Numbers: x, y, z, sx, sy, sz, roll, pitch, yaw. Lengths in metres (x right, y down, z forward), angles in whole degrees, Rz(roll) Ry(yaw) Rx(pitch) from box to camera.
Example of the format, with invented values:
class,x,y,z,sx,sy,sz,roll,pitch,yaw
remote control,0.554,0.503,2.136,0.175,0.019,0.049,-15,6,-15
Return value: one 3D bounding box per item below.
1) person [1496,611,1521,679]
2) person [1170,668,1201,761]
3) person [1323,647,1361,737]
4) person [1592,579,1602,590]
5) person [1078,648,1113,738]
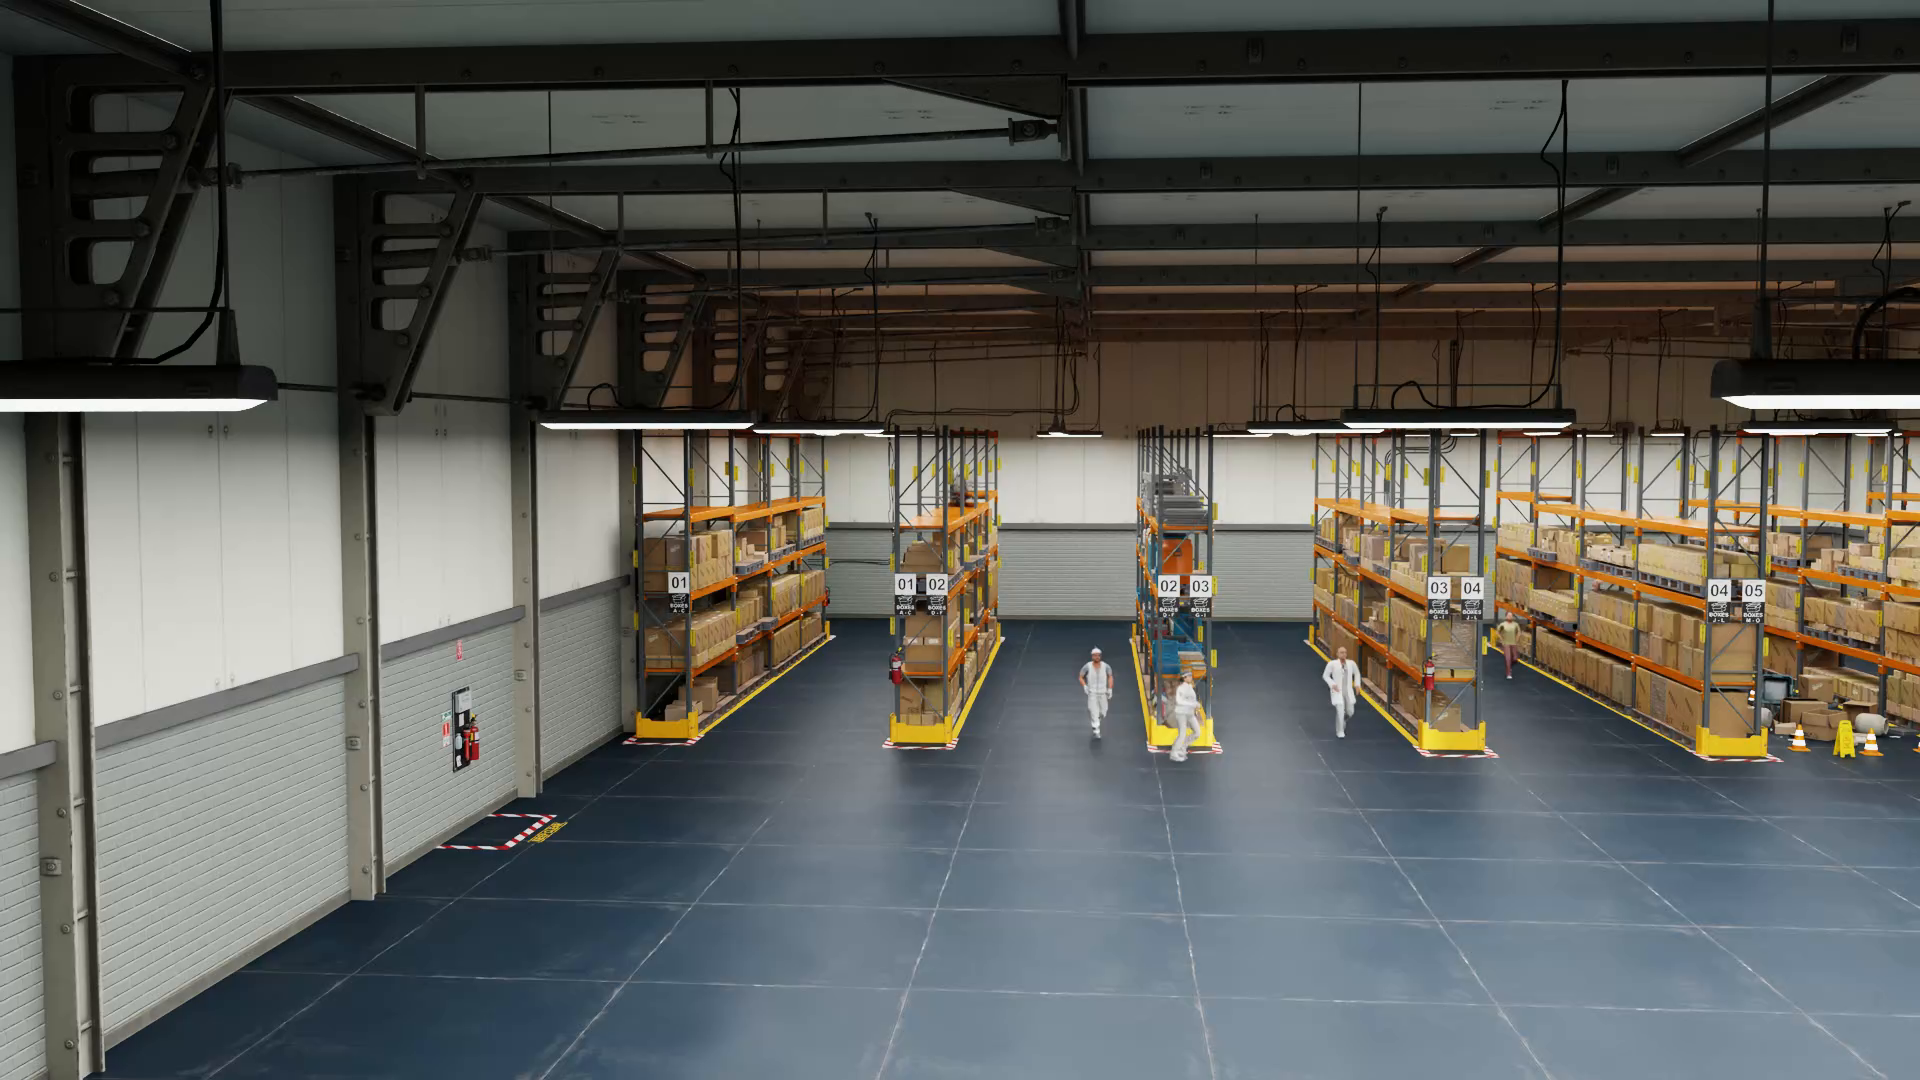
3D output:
class,x,y,z,sx,sy,sz,roll,pitch,yaw
person,13.170,2.510,39.927,0.580,1.620,0.625,0,3,6
person,4.070,3.110,29.610,0.612,1.654,0.648,3,5,41
person,7.366,2.925,32.072,0.756,1.731,0.665,0,3,-6
person,18.156,2.004,47.401,0.933,1.768,0.722,0,3,5
person,2.614,2.932,32.013,0.670,1.724,0.631,0,3,-5
